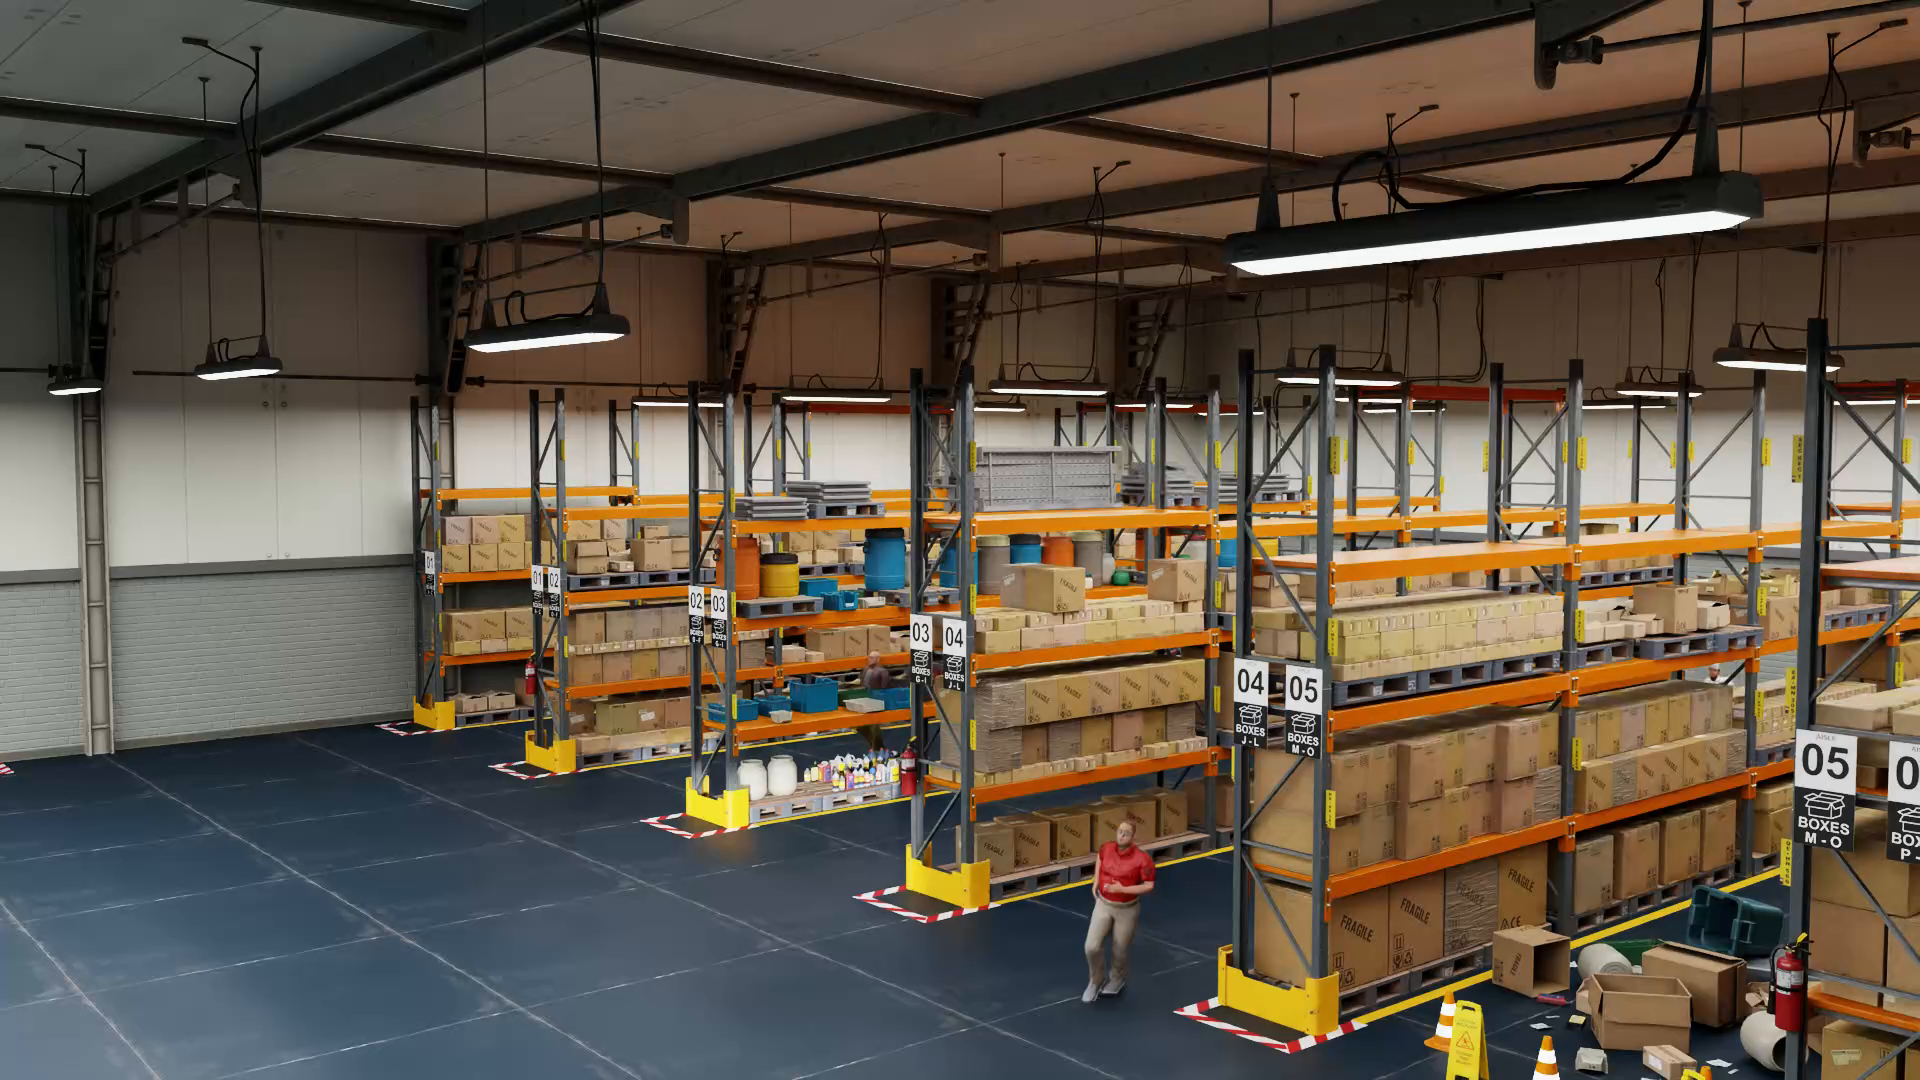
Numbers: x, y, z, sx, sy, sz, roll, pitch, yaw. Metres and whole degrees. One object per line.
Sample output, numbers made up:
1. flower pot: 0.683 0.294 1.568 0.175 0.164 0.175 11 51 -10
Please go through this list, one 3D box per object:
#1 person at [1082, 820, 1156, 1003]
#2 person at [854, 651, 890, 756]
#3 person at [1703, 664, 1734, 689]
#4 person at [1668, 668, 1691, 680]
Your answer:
1. person: 1.485 3.432 15.322 0.680 1.745 0.631 2 4 24
2. person: -1.471 2.684 27.143 0.684 1.739 0.662 2 4 36
3. person: 12.196 2.787 26.794 0.597 1.635 0.627 -3 5 -43
4. person: 12.898 2.489 30.012 0.666 1.762 0.988 -2 4 -26
